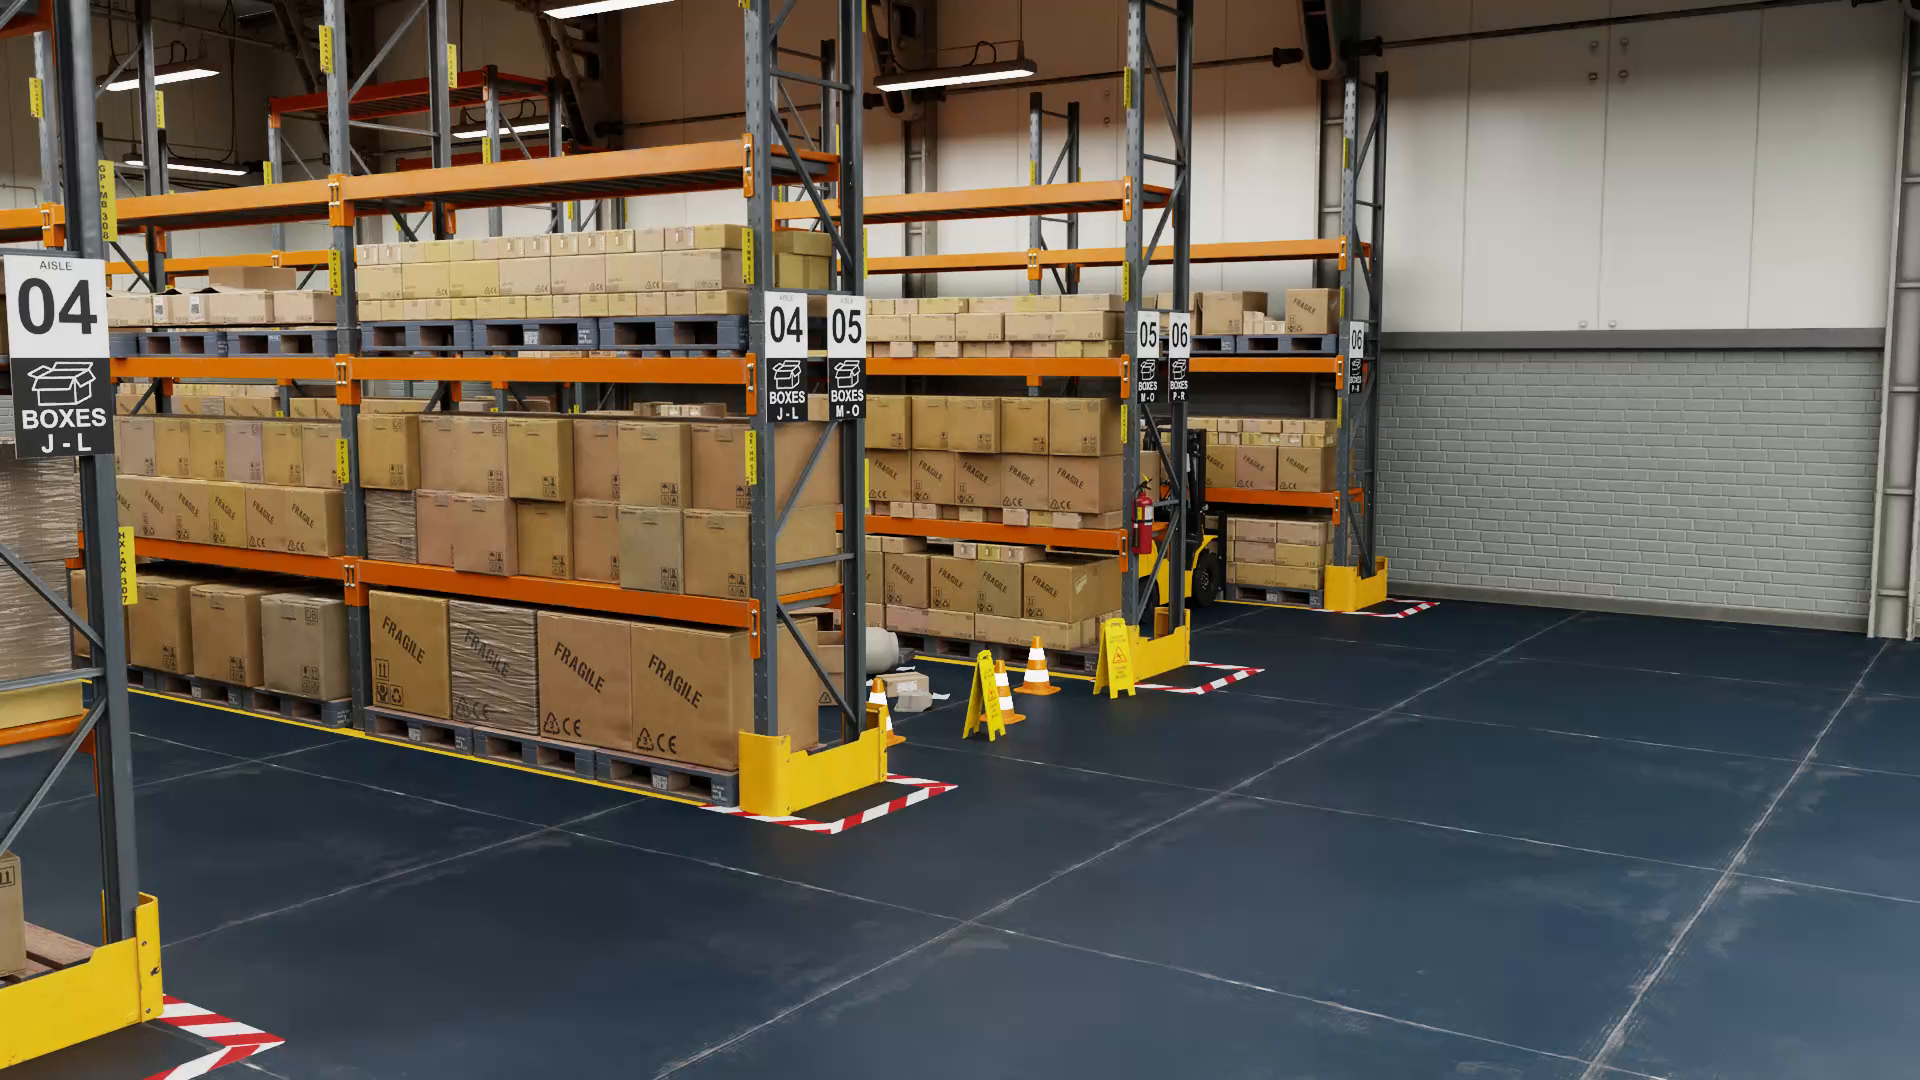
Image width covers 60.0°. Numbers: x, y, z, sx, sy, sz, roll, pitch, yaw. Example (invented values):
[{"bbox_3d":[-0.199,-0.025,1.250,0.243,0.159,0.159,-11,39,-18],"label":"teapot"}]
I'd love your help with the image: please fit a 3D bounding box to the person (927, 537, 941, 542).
[{"bbox_3d":[-0.405,-0.052,18.044,0.459,1.772,0.595,3,7,27],"label":"person"}]
